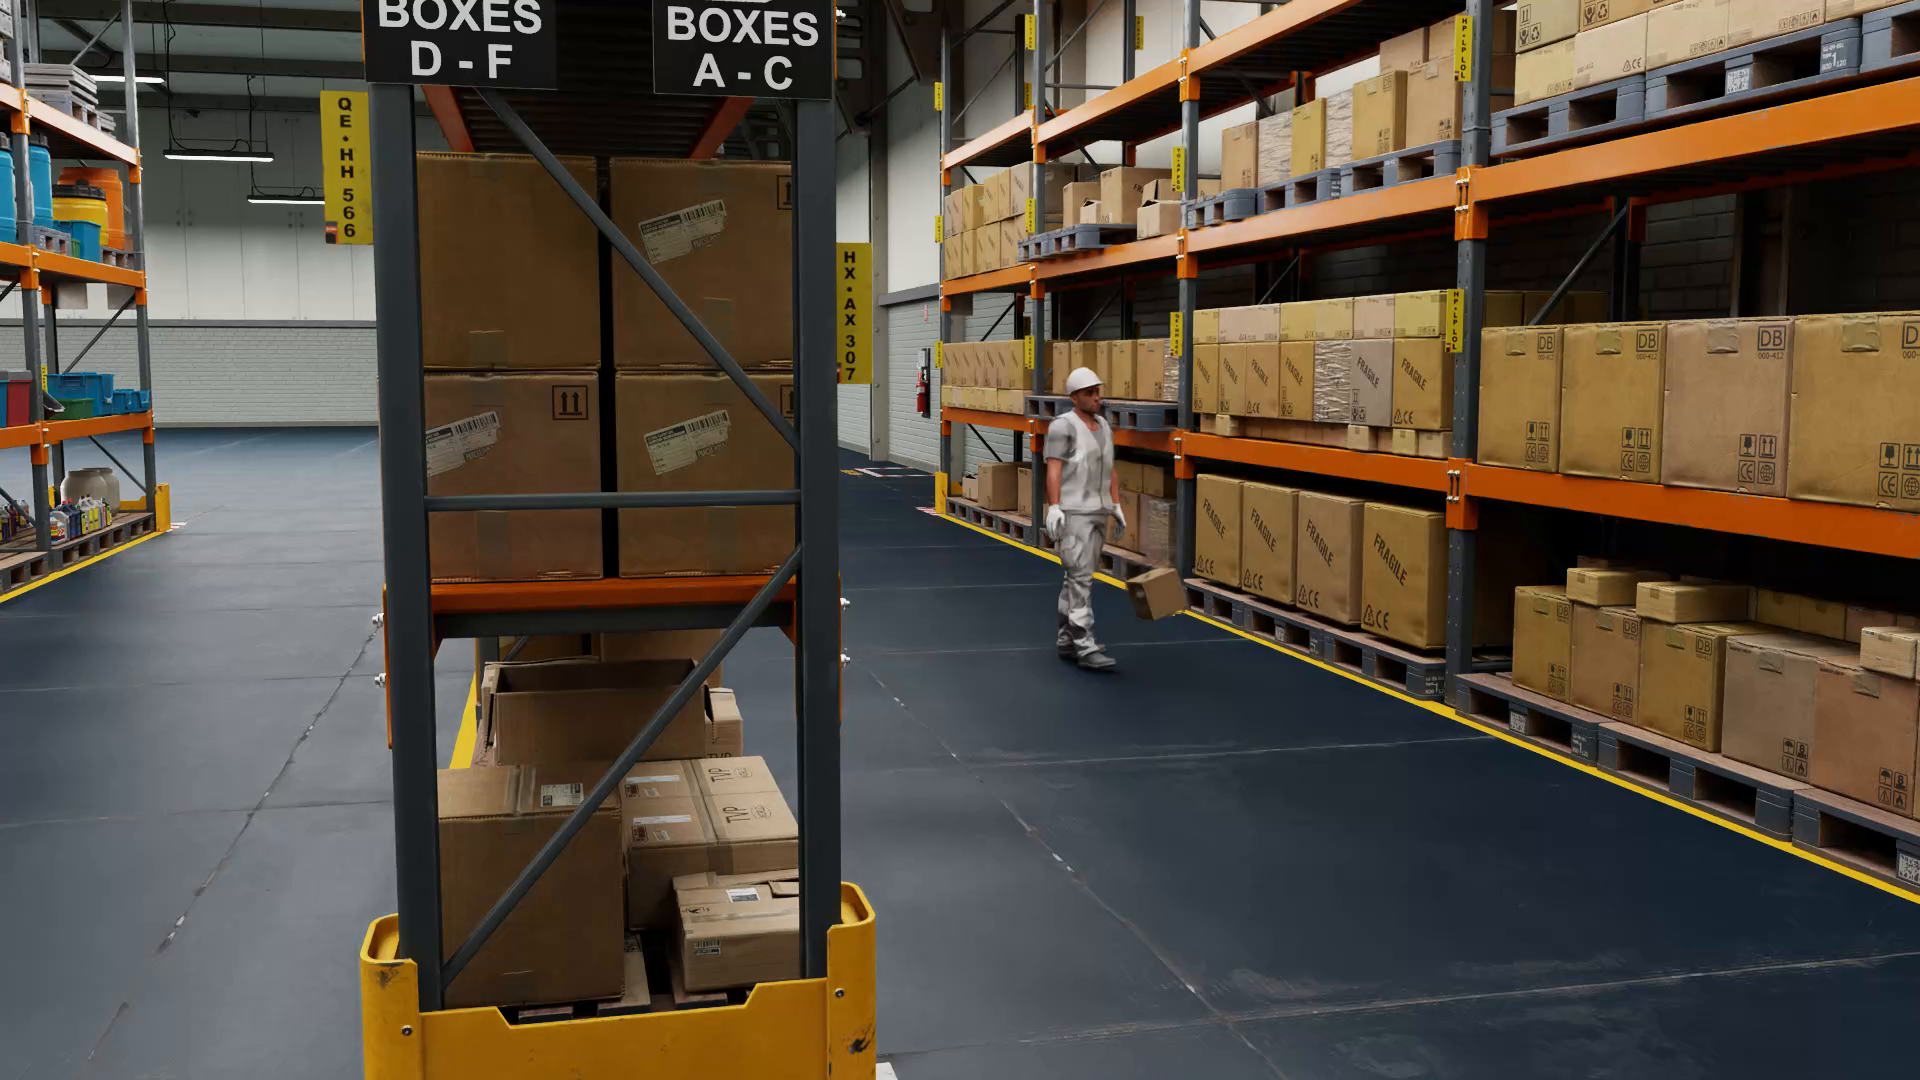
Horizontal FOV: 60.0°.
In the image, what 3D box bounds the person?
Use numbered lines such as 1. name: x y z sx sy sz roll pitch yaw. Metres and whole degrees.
1. person: 0.766 -0.136 9.970 0.634 1.789 0.693 5 8 41
